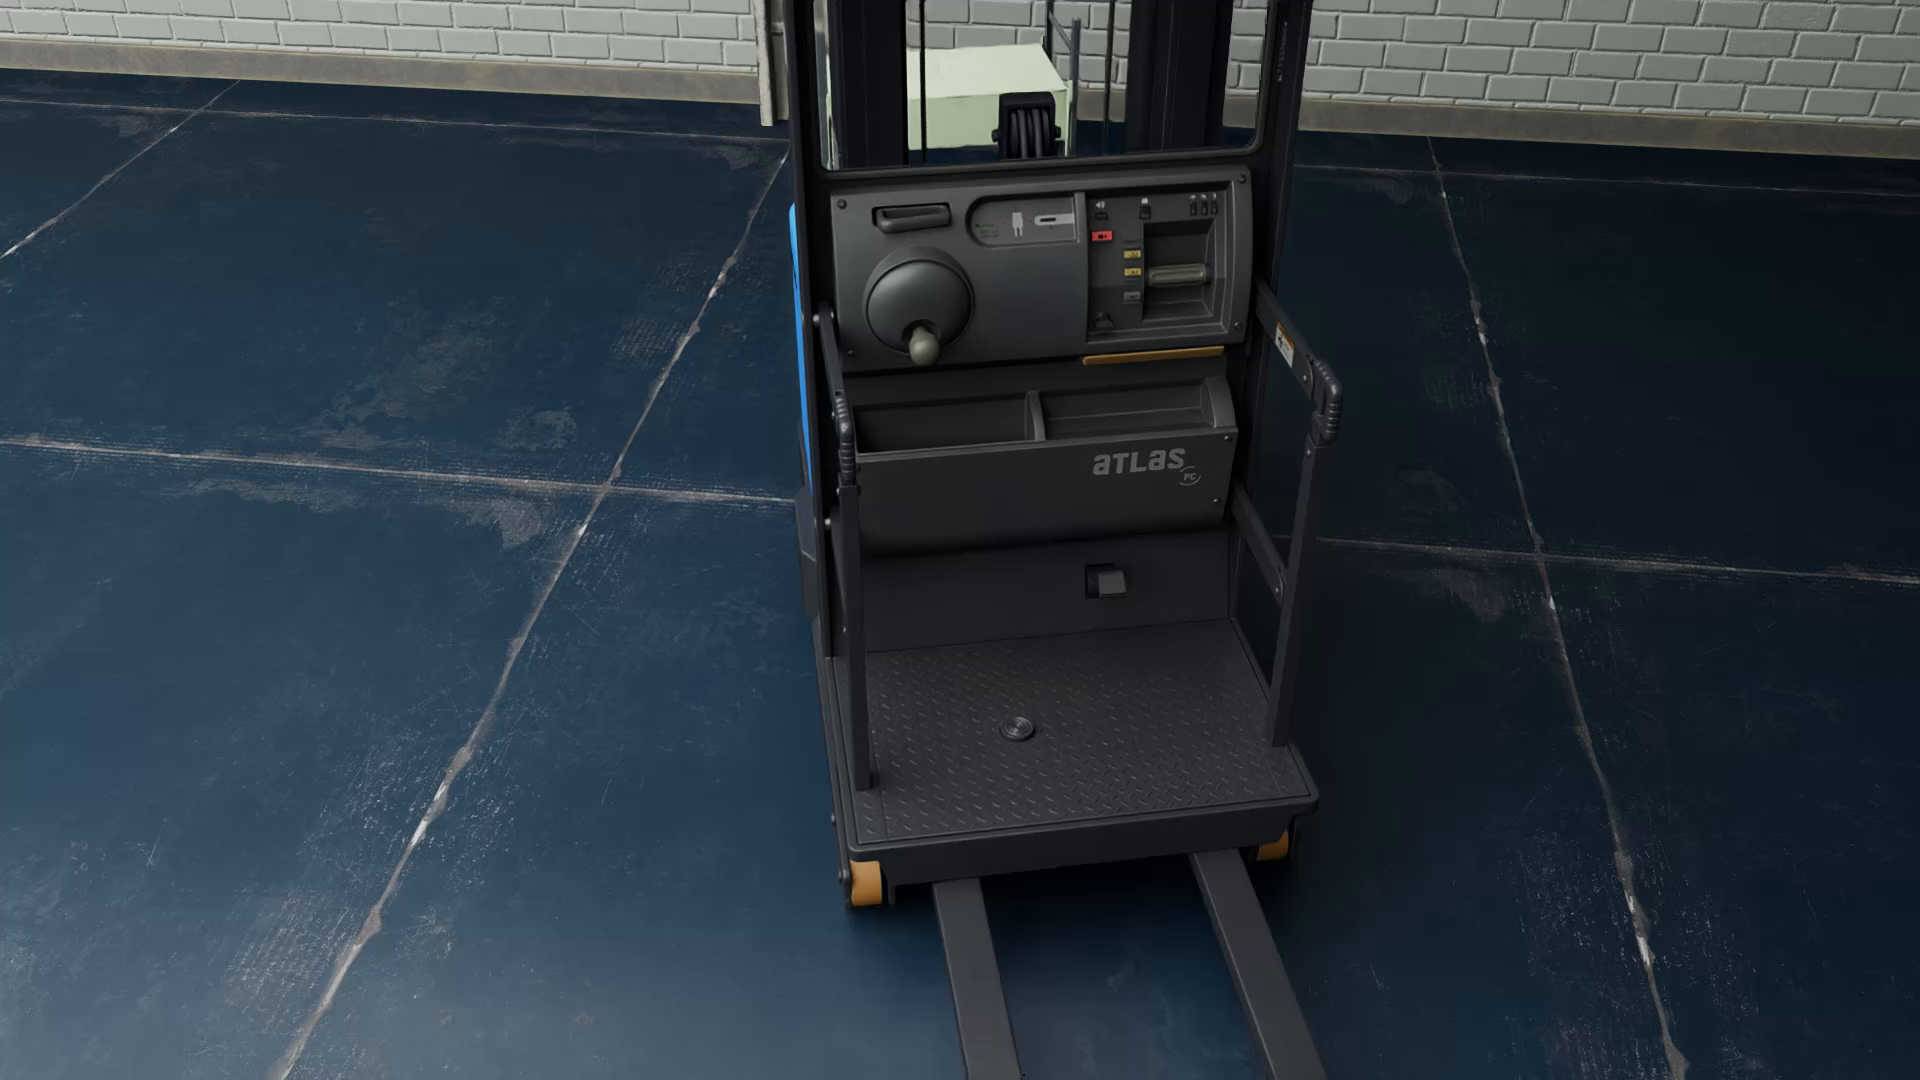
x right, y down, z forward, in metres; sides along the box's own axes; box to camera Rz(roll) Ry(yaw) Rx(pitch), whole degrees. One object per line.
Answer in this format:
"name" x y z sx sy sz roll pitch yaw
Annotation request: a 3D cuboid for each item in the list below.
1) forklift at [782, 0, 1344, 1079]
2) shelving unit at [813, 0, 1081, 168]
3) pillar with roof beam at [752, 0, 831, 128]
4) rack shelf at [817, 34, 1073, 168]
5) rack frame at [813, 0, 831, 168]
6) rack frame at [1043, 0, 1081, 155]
"forklift" 0.221 -0.534 3.475 1.130 2.935 3.031 -5 36 -7
"shelving unit" -0.059 -0.957 5.300 0.755 1.500 0.431 -5 36 -7
"pillar with roof beam" -1.297 -3.268 2.082 0.400 9.000 9.100 4 36 6
"rack shelf" -0.059 -1.275 5.074 0.720 0.370 0.431 -5 36 -7
"rack frame" -0.420 -0.924 5.253 0.023 1.500 0.400 -5 36 -7
"rack frame" 0.303 -0.991 5.348 0.023 1.500 0.400 -5 36 -7
